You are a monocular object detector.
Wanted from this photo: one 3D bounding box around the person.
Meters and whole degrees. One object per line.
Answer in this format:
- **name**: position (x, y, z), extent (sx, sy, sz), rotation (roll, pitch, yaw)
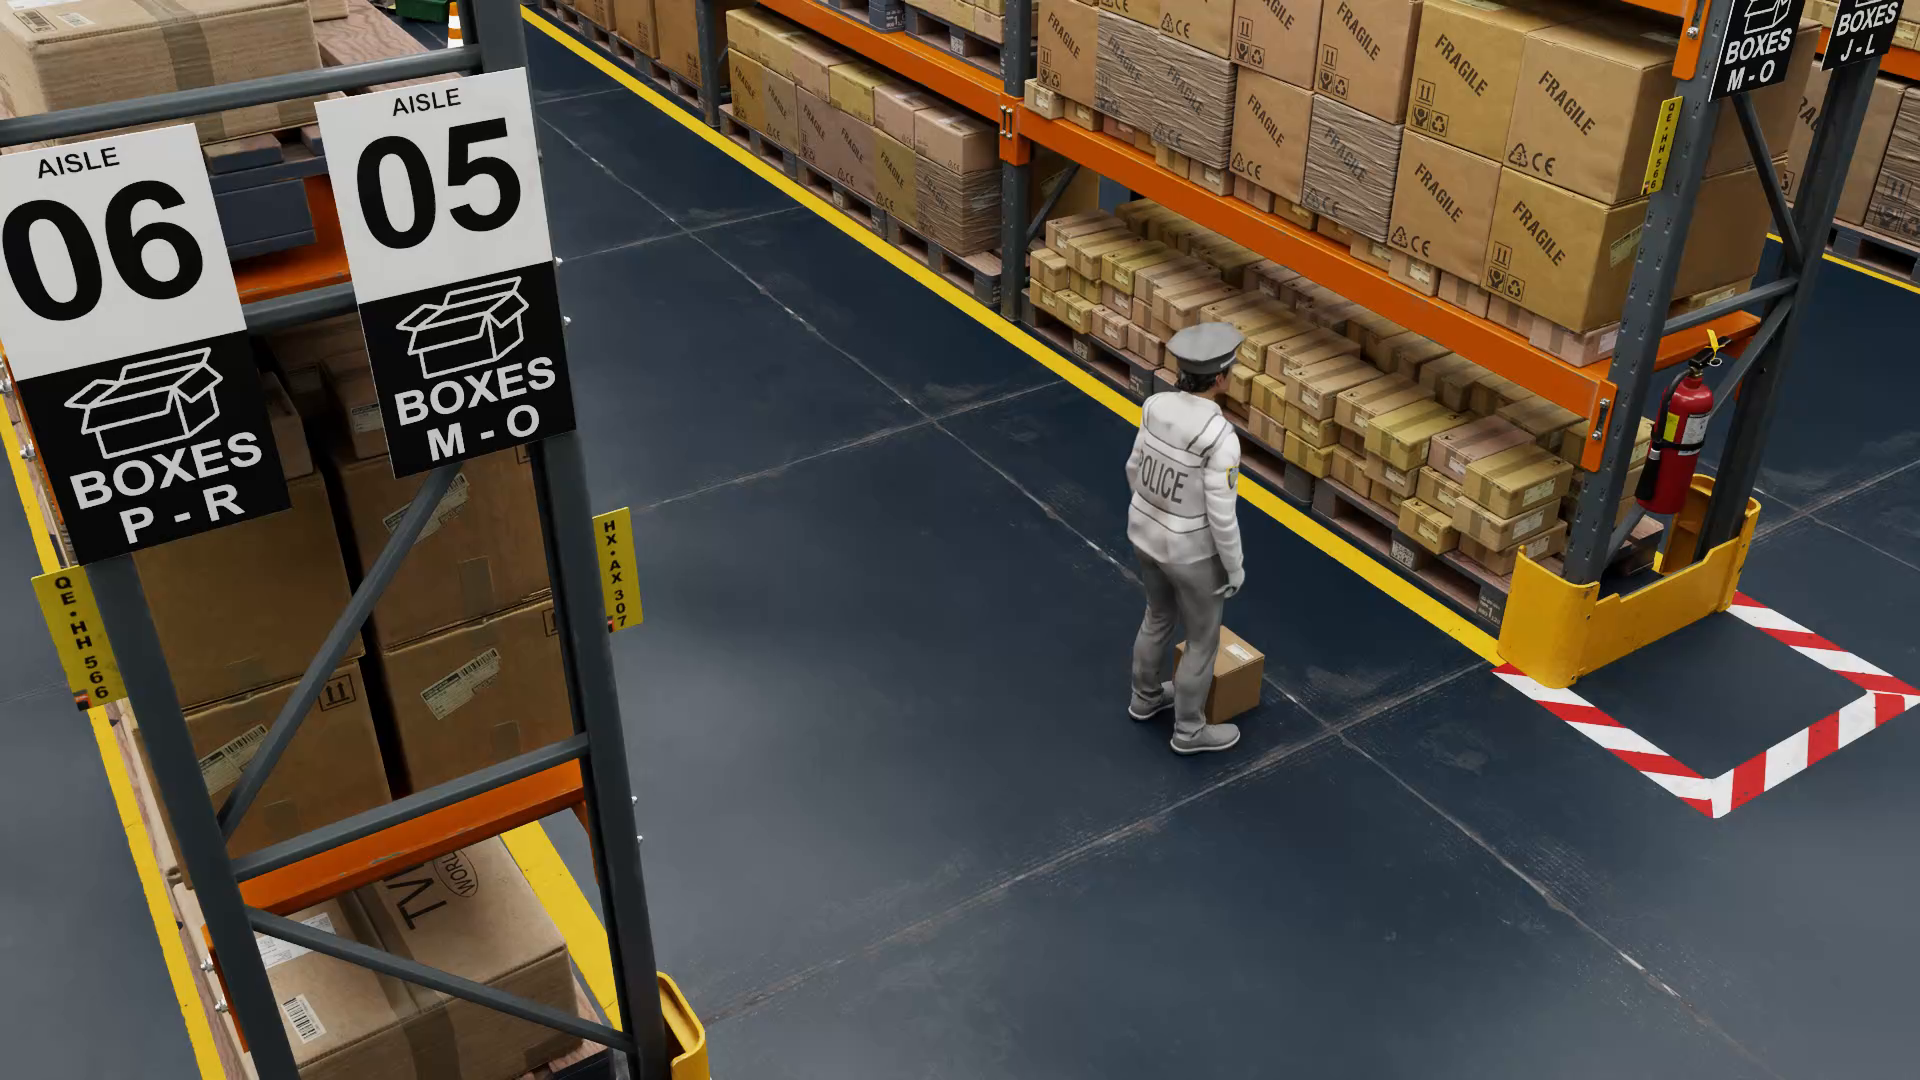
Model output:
- **person**: position (0.821, 0.013, 6.113), extent (0.370, 1.666, 0.545), rotation (-21, 38, -29)
